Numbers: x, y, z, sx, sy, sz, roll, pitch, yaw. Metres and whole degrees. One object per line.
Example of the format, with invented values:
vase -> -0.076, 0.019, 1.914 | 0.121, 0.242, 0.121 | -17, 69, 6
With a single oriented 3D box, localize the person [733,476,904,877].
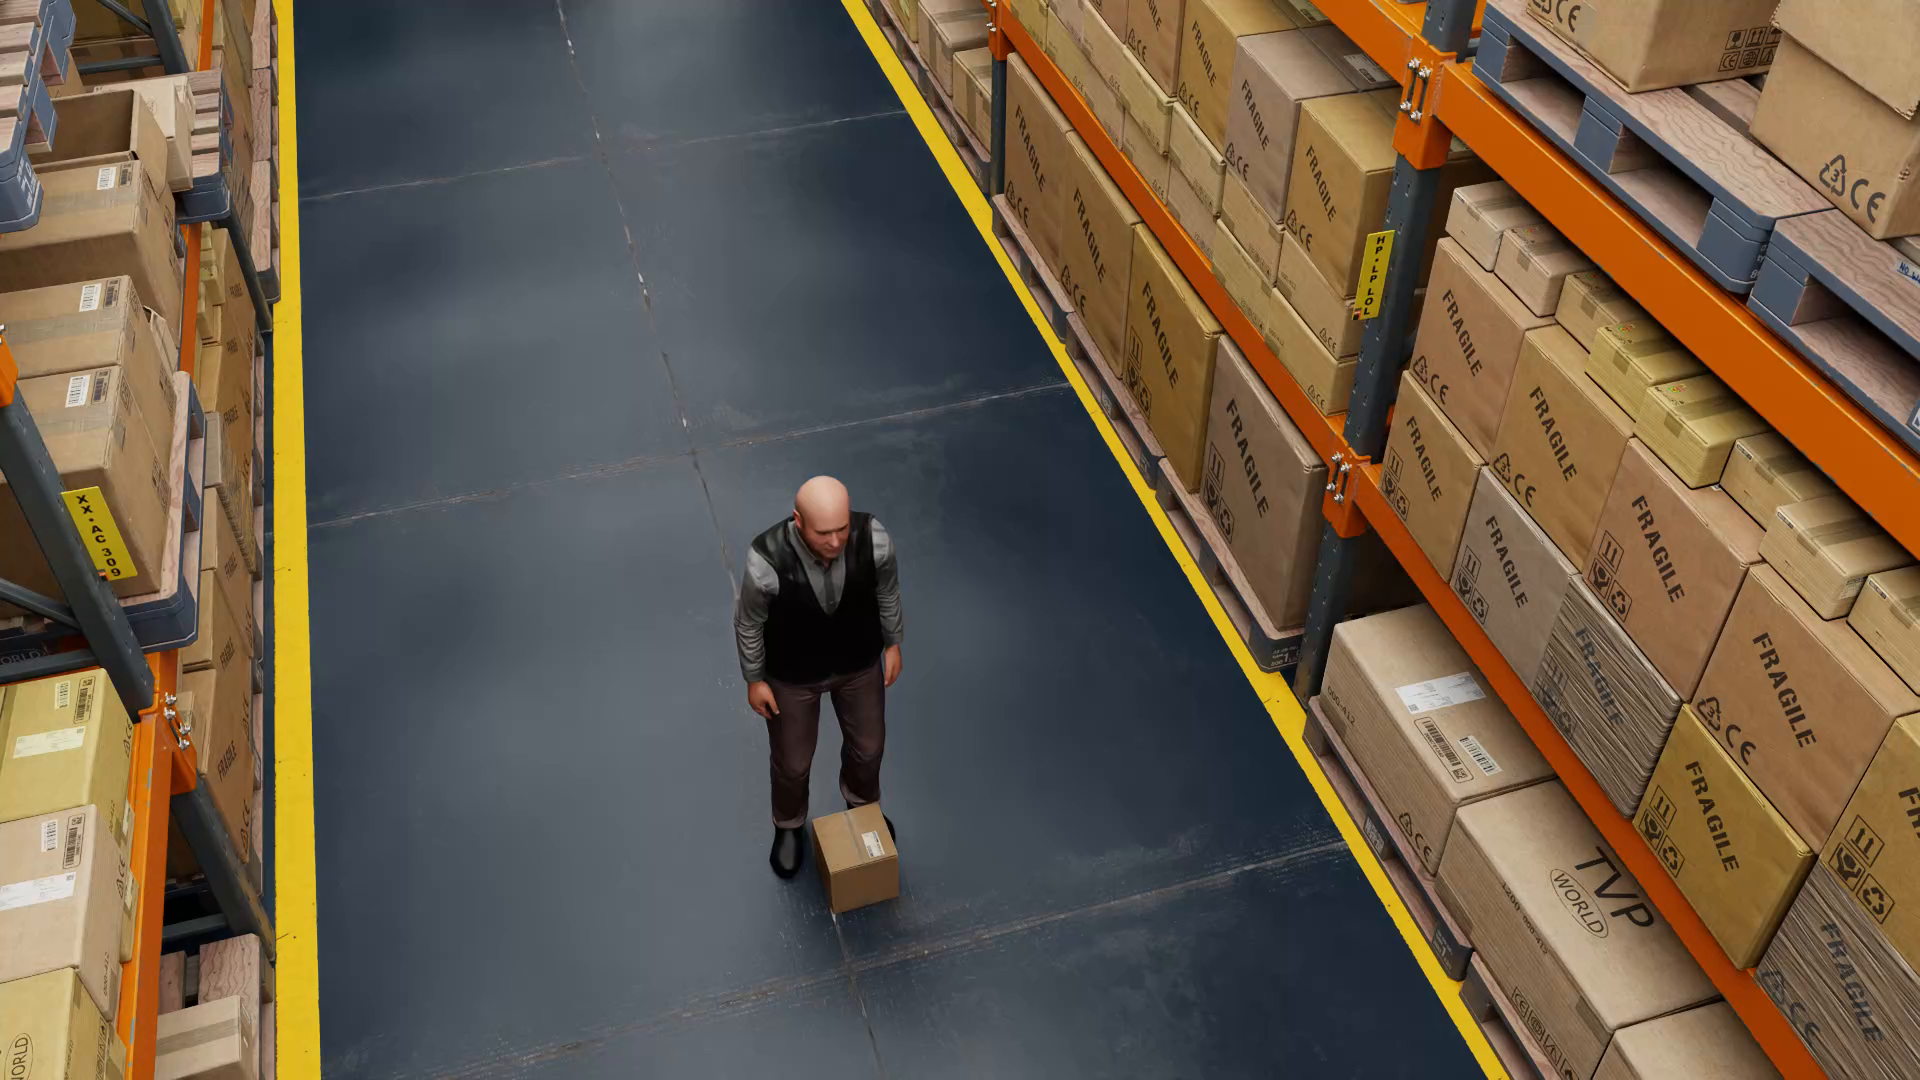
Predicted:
person -> -0.460, 0.437, 5.692 | 0.578, 1.719, 0.376 | -14, 44, -15
